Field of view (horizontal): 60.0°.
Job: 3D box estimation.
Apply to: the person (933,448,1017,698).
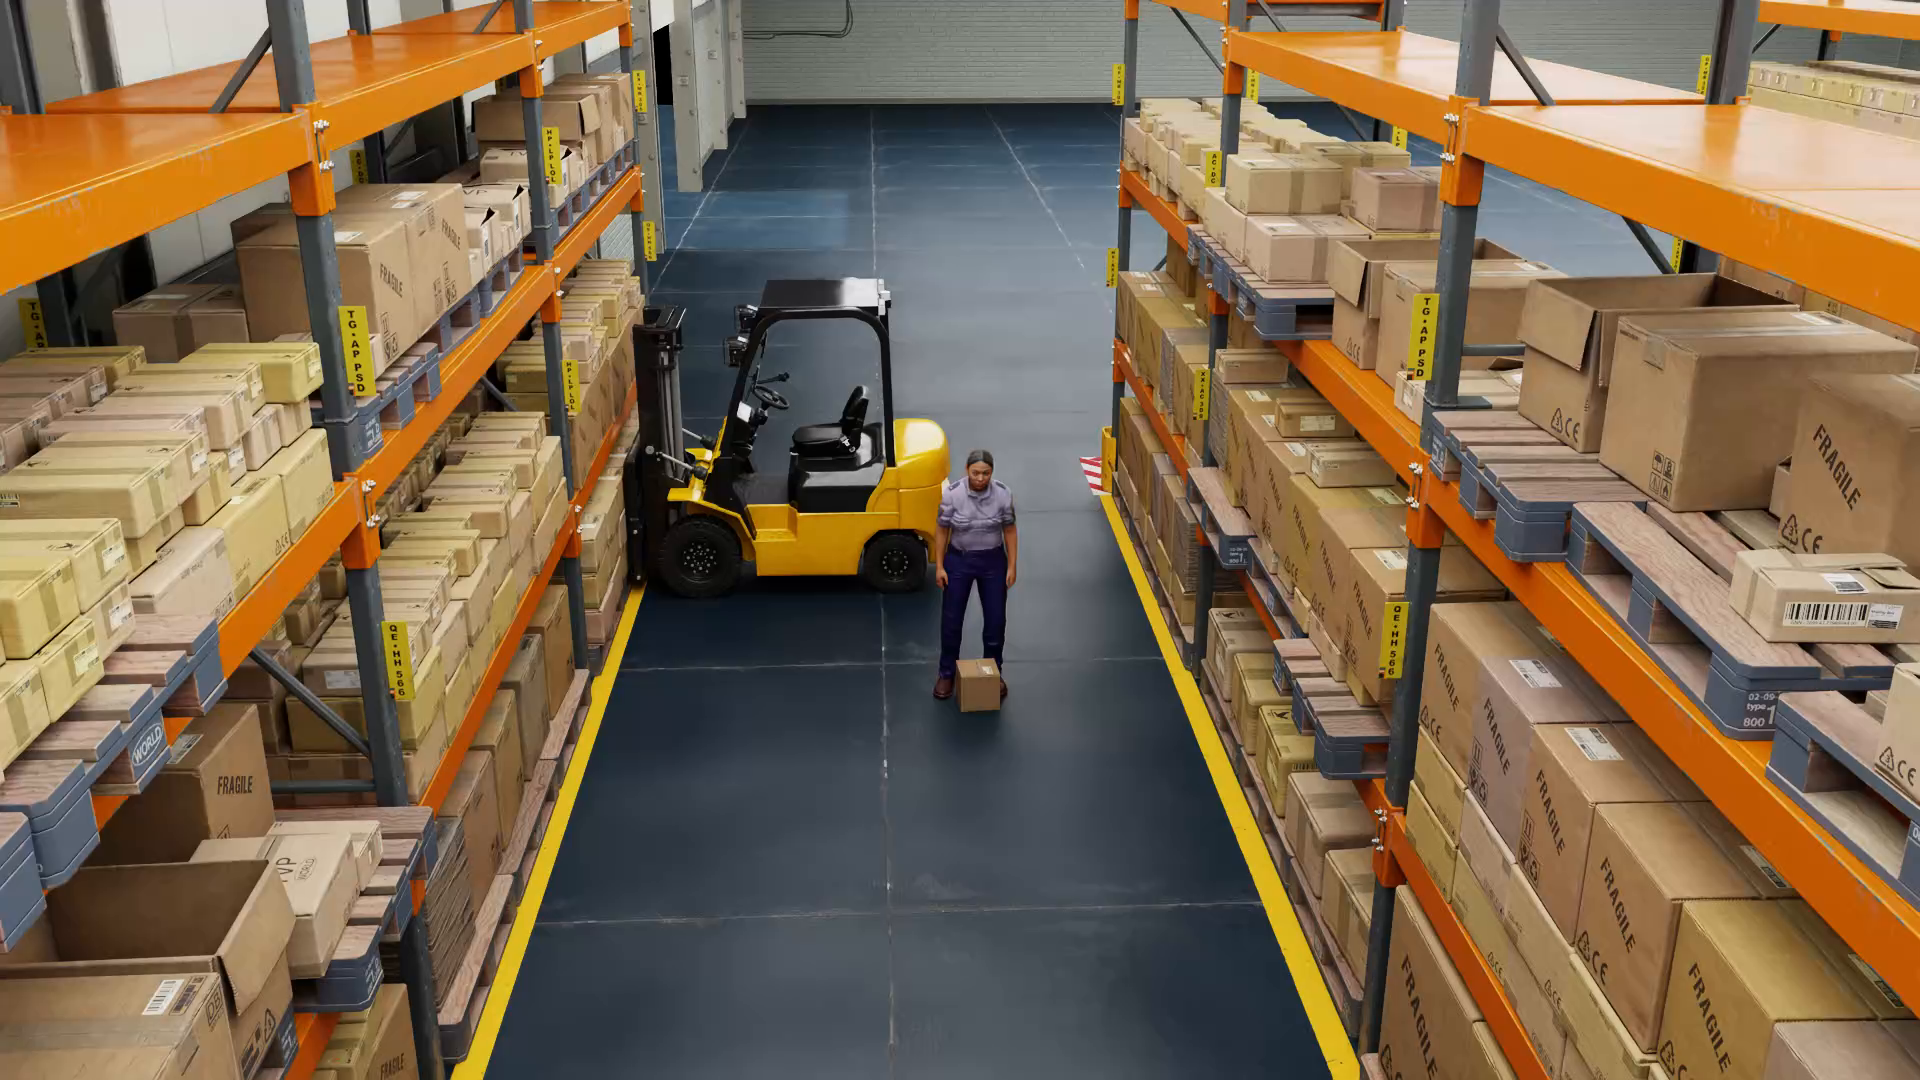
[{"bbox_3d":[0.093,0.187,10.590,0.546,1.651,0.367,-1,21,-4],"label":"person"}]
